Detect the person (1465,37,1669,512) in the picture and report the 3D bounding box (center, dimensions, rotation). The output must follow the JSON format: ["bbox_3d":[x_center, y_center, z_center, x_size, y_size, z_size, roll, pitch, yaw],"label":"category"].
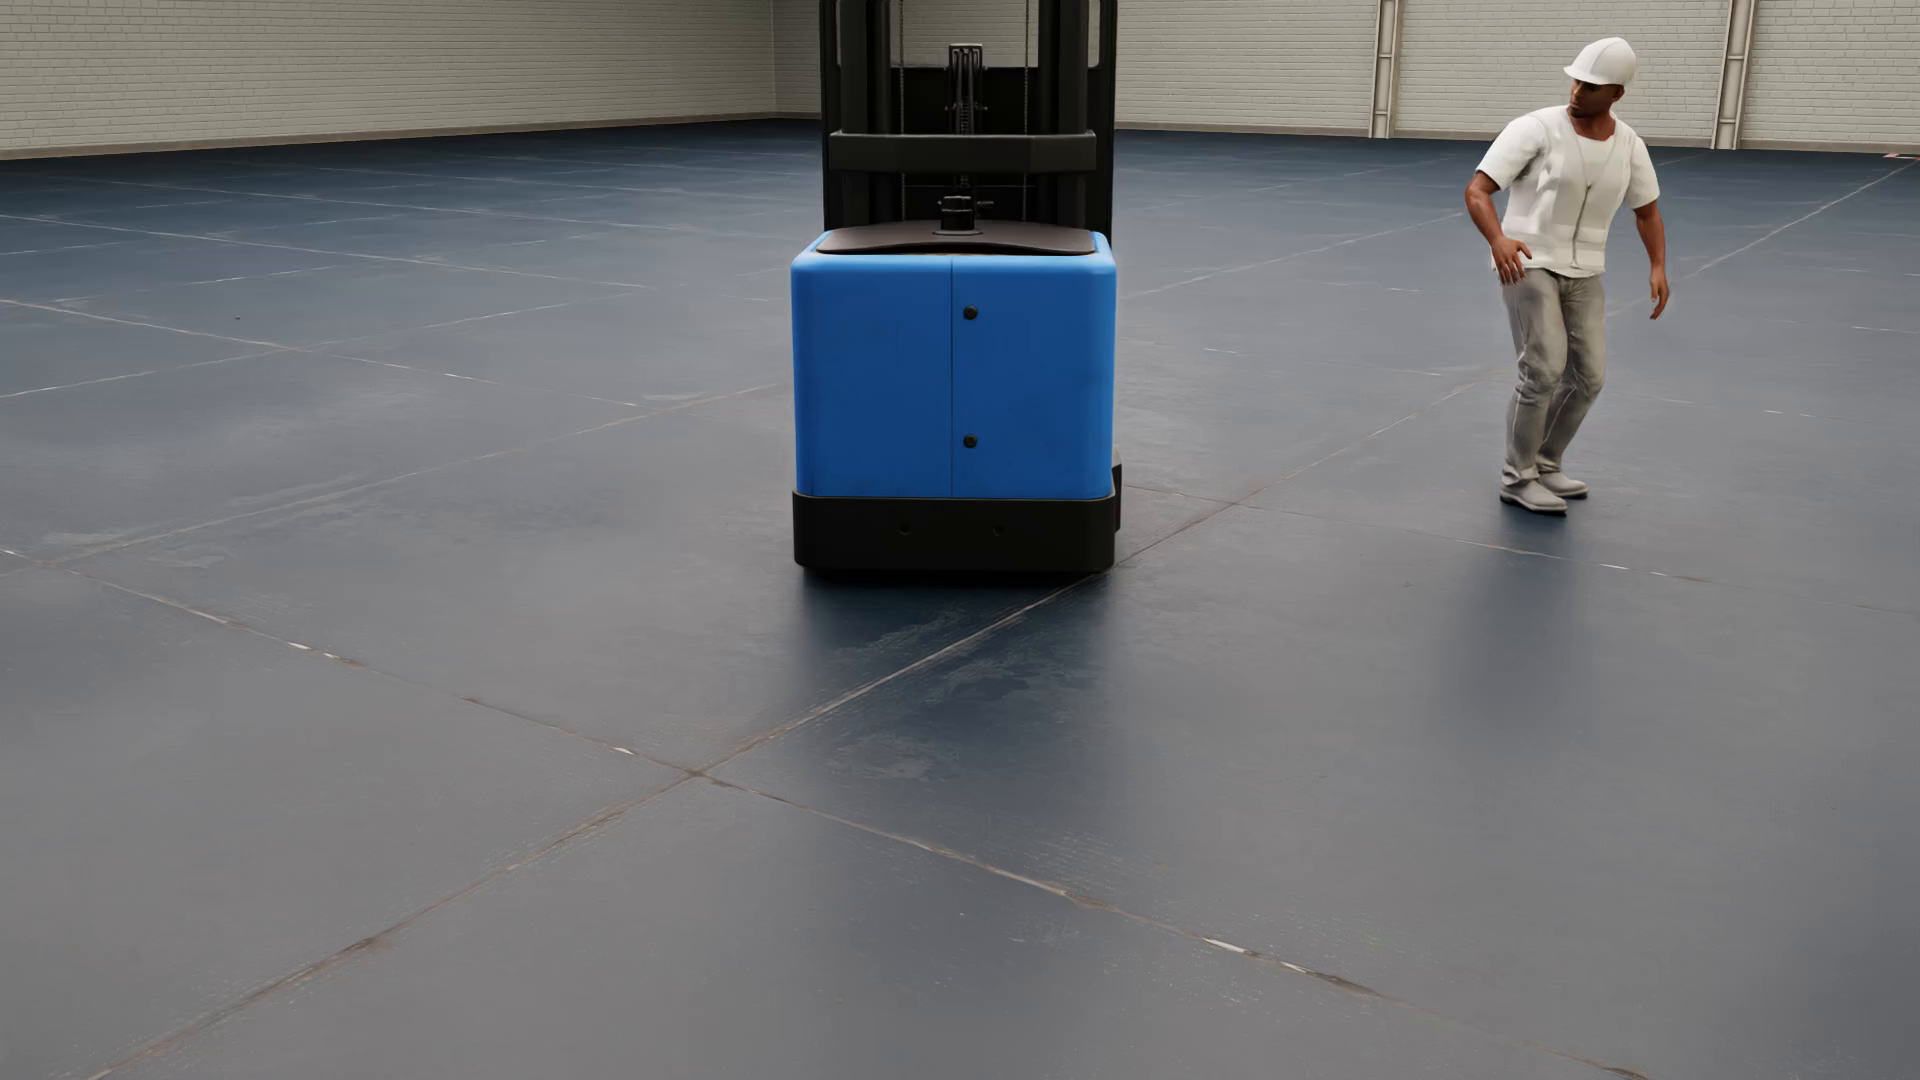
[{"bbox_3d":[2.319,-0.992,6.263,0.778,1.727,0.510,-5,17,-17],"label":"person"}]

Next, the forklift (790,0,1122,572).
[{"bbox_3d":[0.041,-1.669,6.414,1.130,2.935,3.031,1,17,2],"label":"forklift"}]
